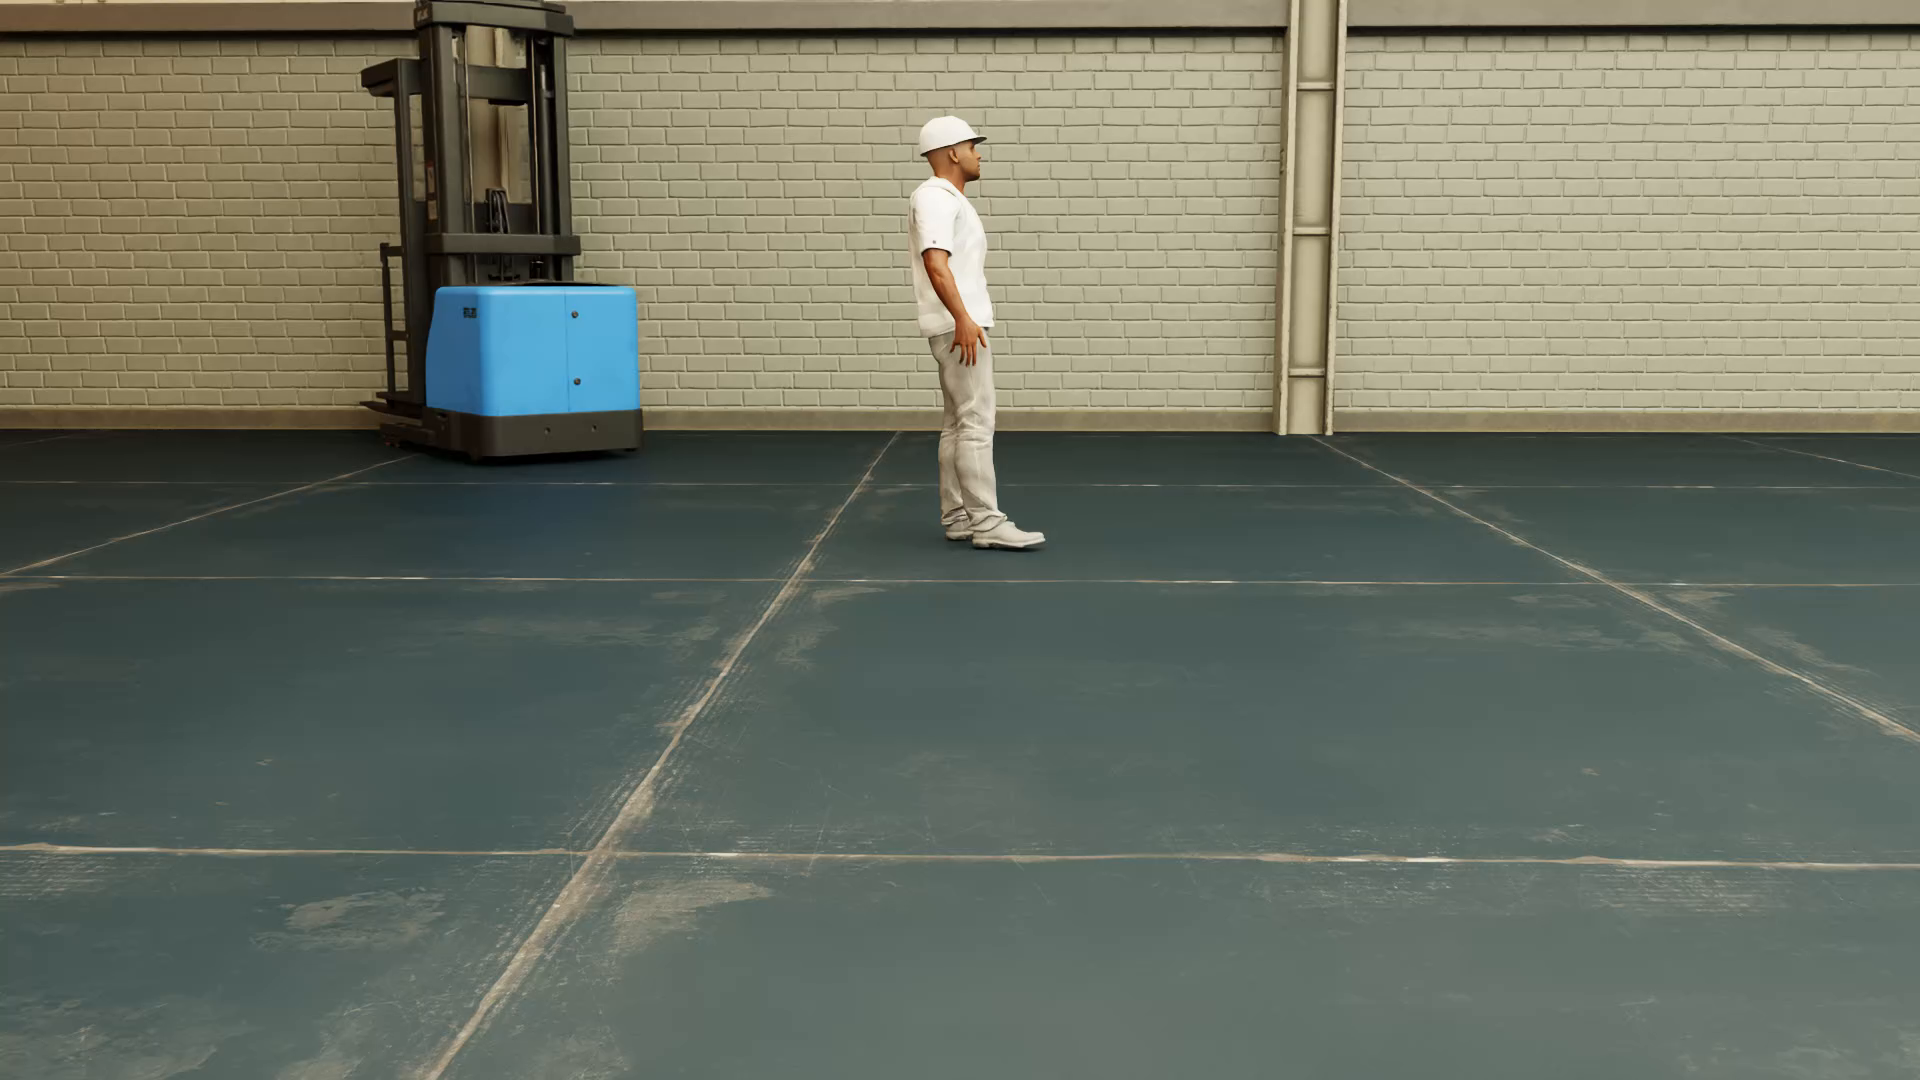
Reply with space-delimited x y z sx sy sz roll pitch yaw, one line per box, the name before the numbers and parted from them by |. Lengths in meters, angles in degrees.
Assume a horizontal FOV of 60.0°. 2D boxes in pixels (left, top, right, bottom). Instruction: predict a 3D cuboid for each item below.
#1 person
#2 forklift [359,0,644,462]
person | 0.070 -0.879 6.985 0.574 1.768 0.665 0 9 1
forklift | -3.285 -2.098 11.161 1.130 2.935 3.031 -6 11 -36
